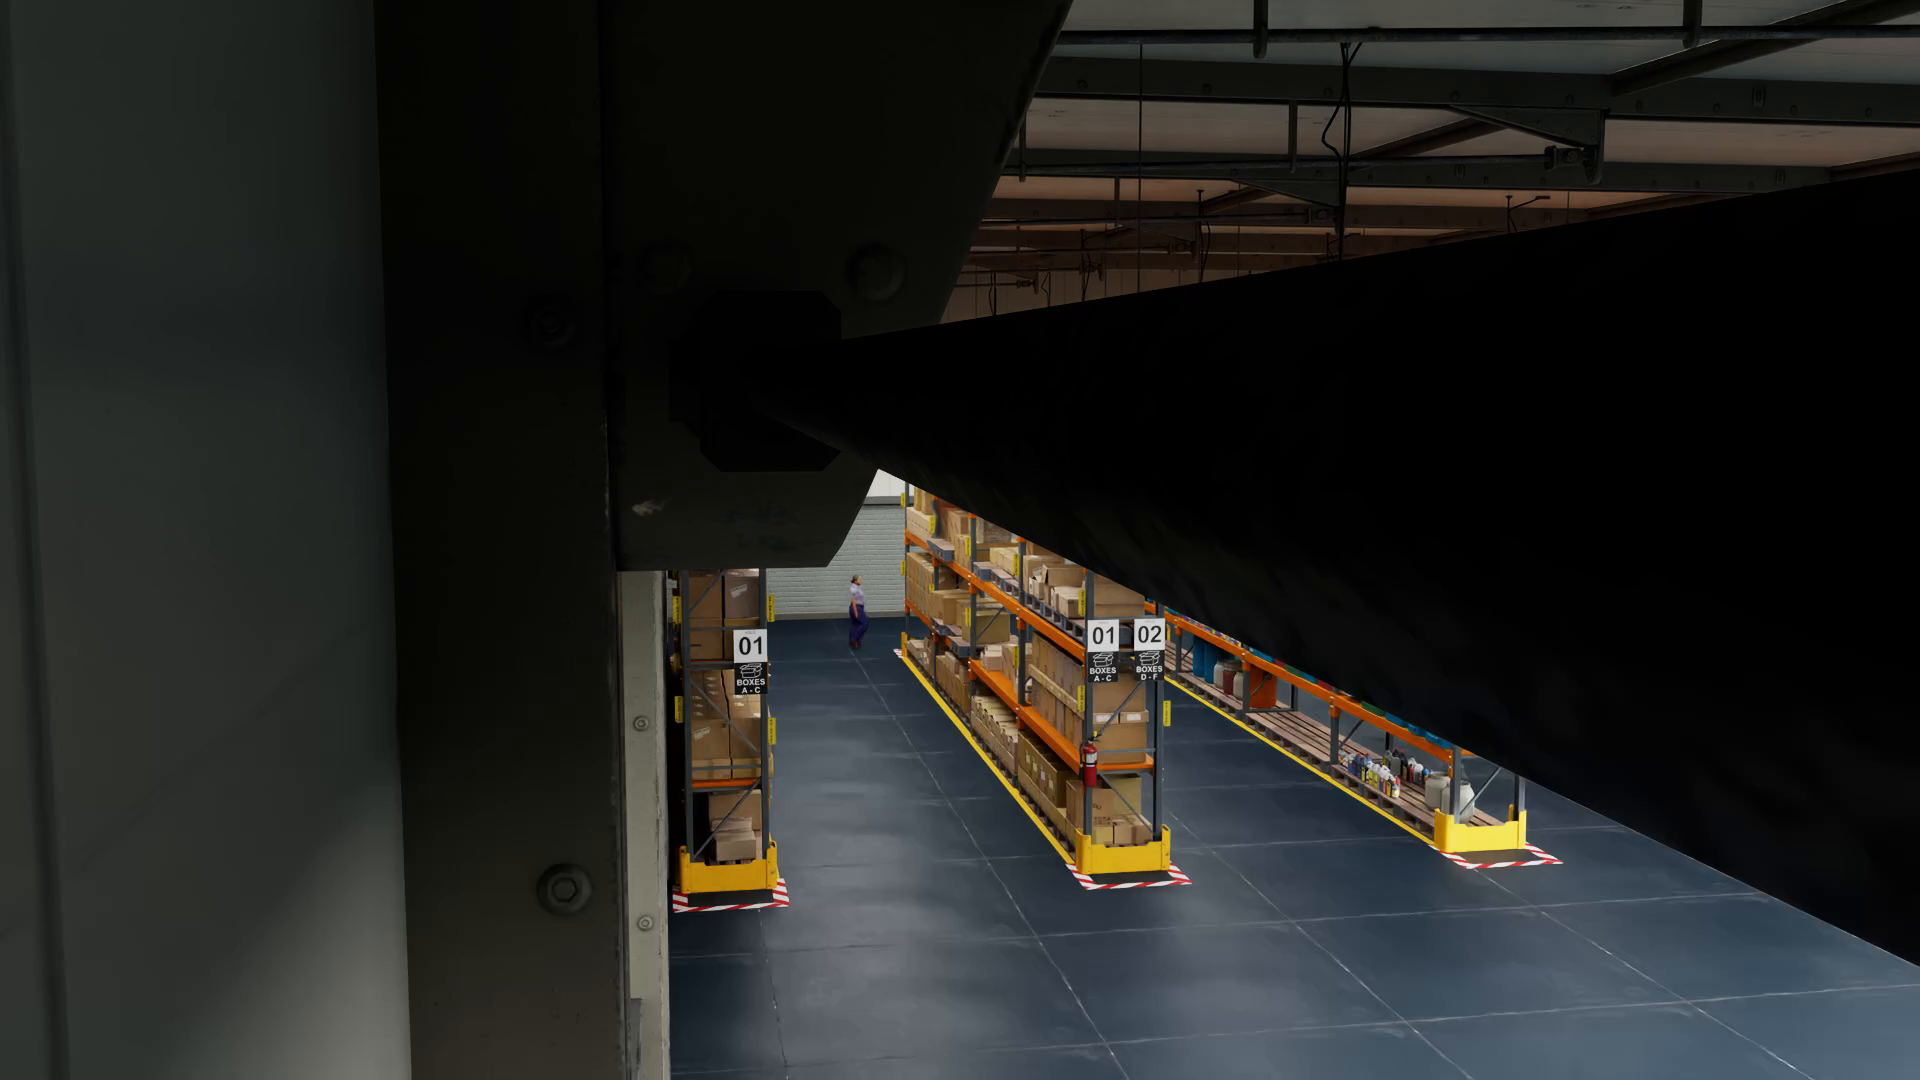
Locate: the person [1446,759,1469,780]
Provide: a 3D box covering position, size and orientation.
[{"bbox_3d":[7.758,2.832,25.917,0.498,1.671,0.790,-1,6,-12],"label":"person"}]

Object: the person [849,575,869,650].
[{"bbox_3d":[-2.301,1.617,37.570,0.414,1.665,0.506,-1,6,-11],"label":"person"}]
